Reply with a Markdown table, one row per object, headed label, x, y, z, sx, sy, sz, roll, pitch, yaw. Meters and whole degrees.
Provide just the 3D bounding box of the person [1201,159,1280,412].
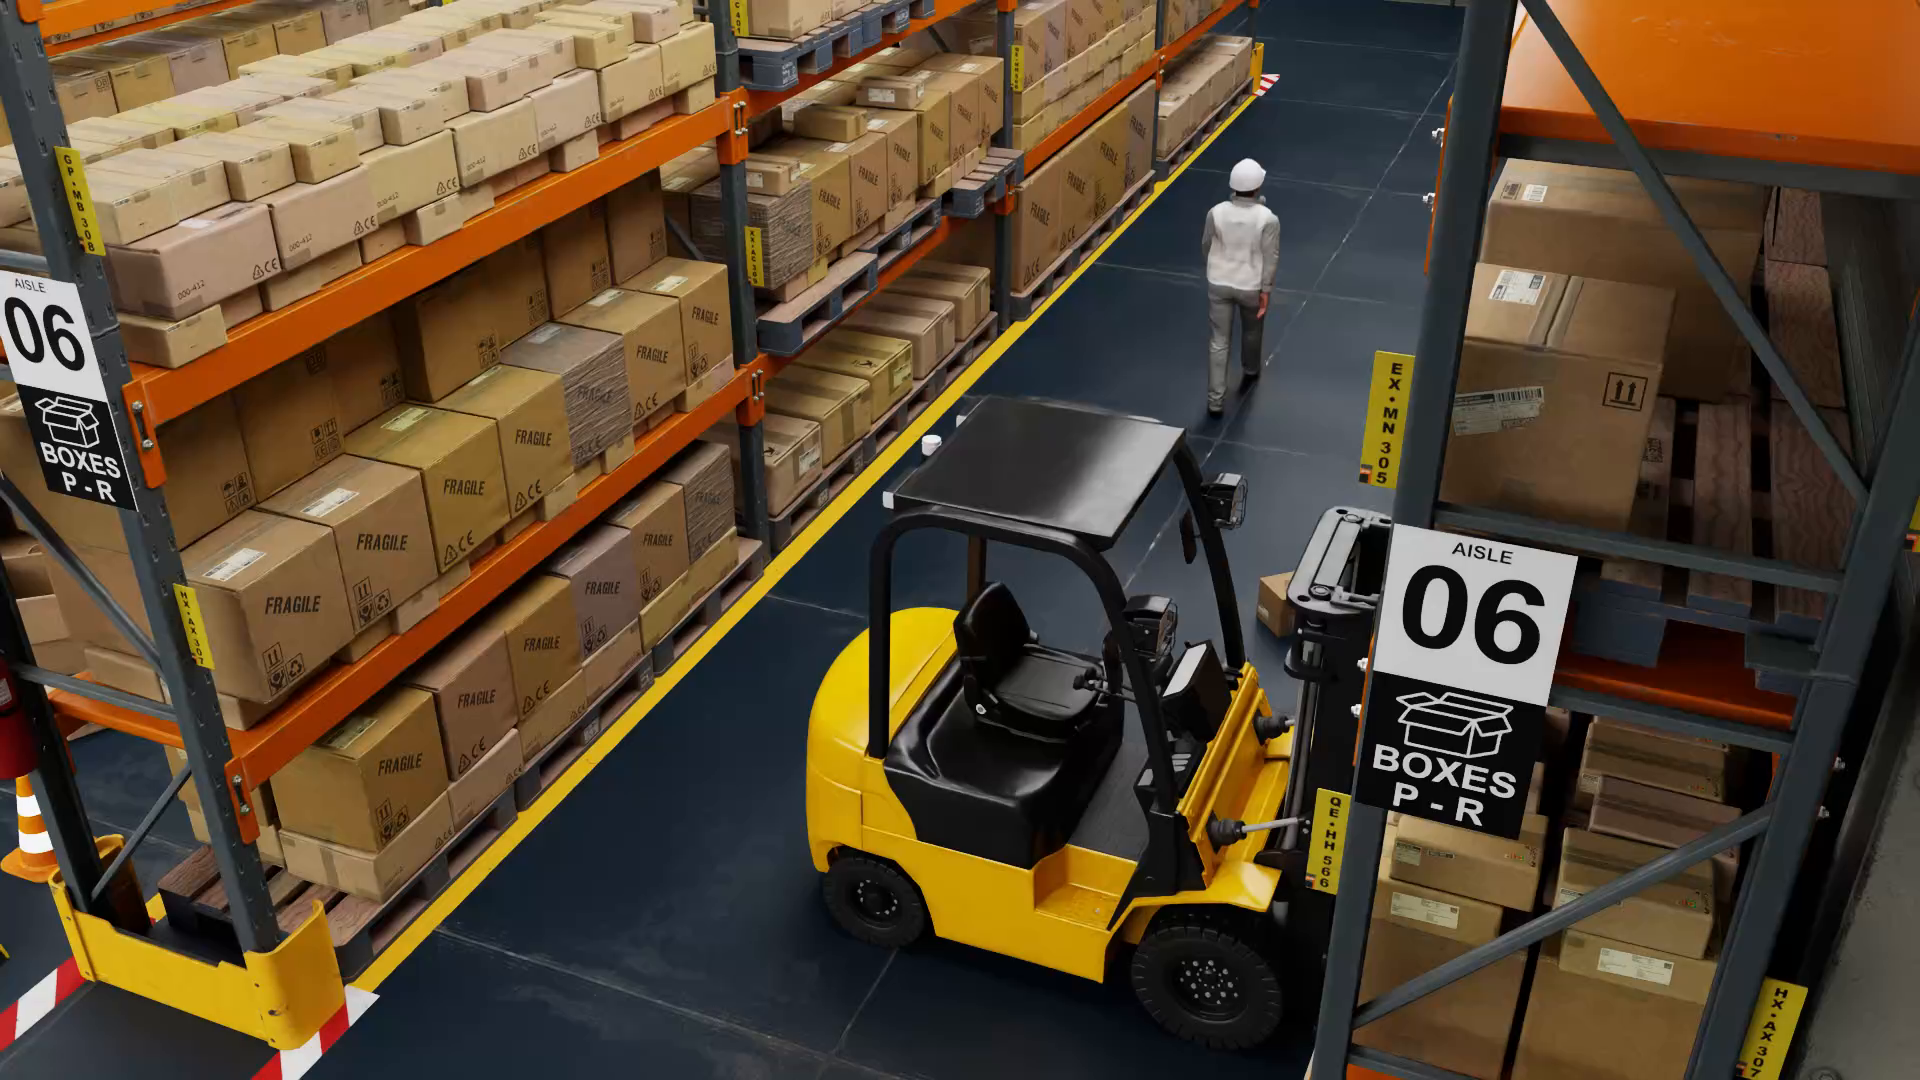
| label | x | y | z | sx | sy | sz | roll | pitch | yaw |
| --- | --- | --- | --- | --- | --- | --- | --- | --- | --- |
| person | 1.955 | -1.854 | 11.625 | 0.549 | 1.716 | 1.018 | 8 | 30 | 14 |
